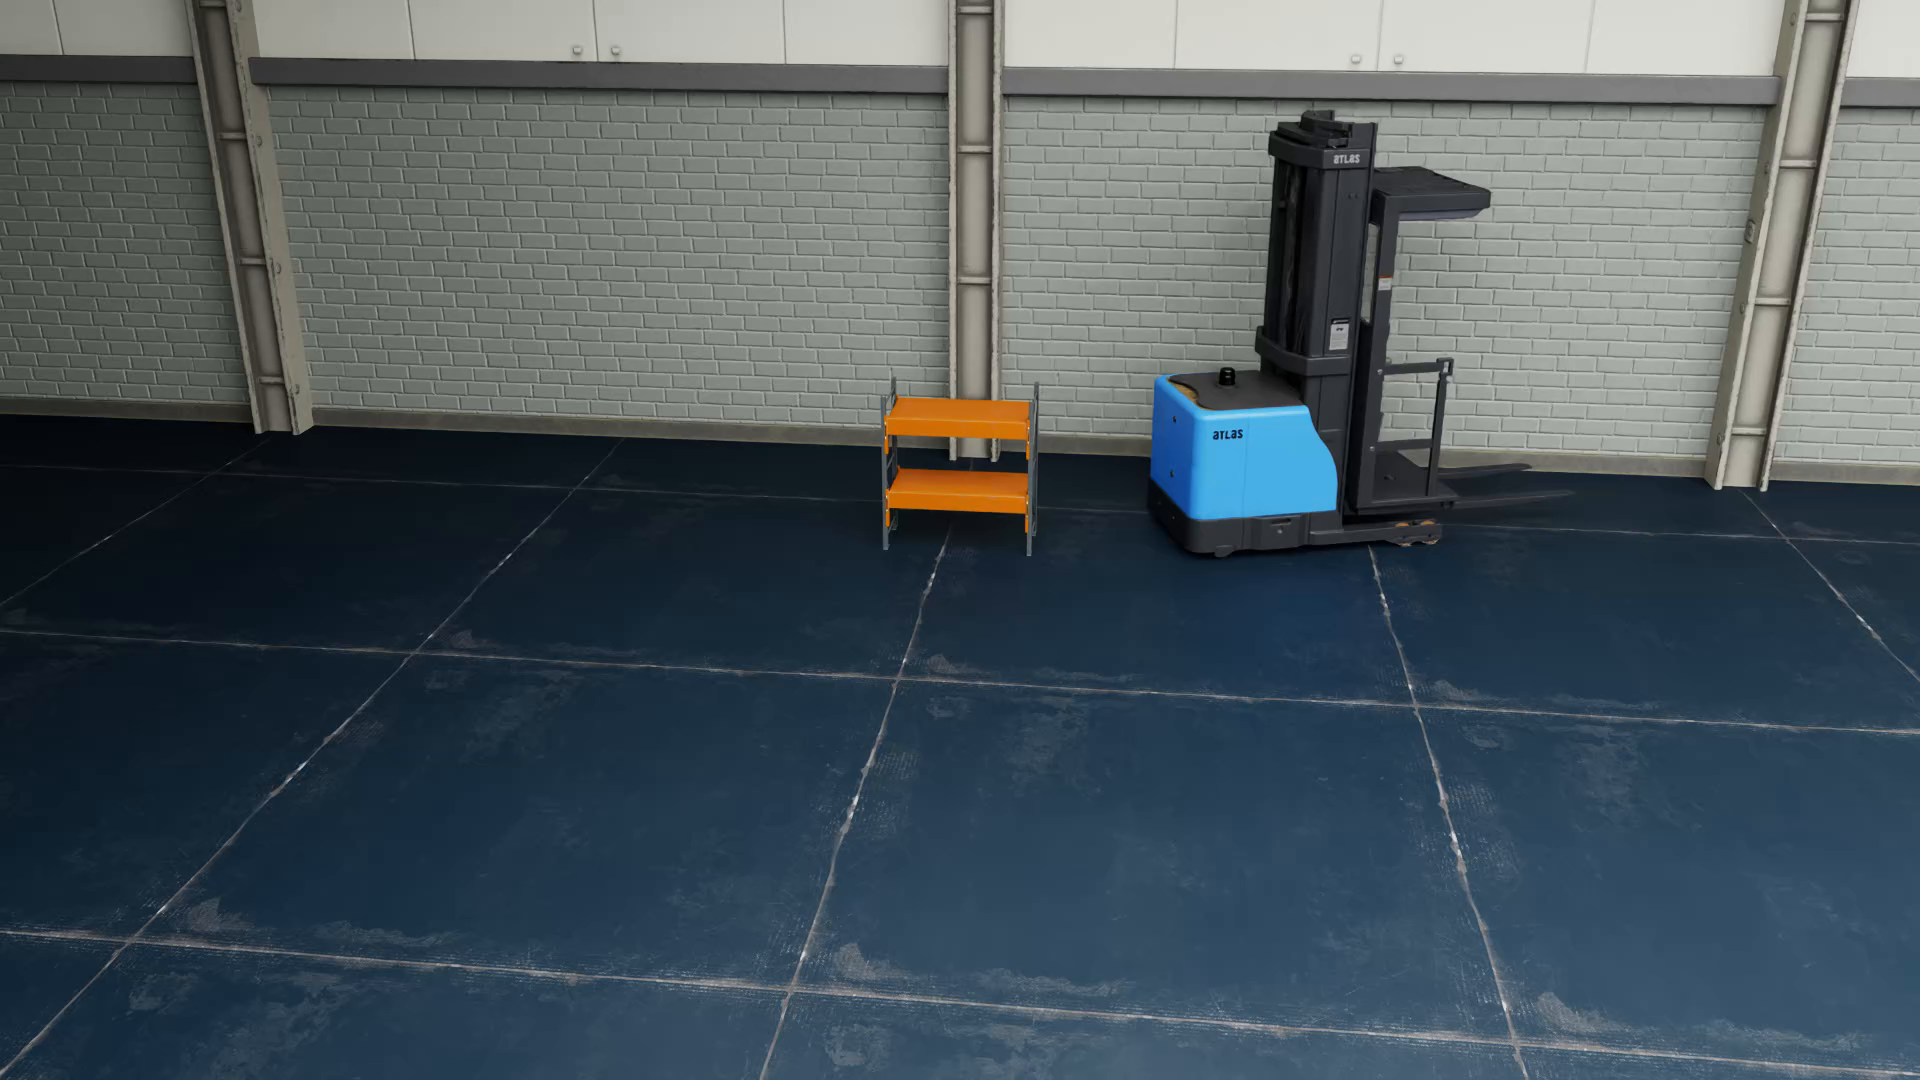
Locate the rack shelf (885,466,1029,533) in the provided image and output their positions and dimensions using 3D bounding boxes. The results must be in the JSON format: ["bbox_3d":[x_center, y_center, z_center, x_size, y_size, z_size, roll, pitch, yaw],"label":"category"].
[{"bbox_3d":[0.007,-0.295,11.822,1.000,0.278,0.538,2,22,6],"label":"rack shelf"}]

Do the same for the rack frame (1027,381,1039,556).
[{"bbox_3d":[0.512,-0.501,11.677,0.032,1.125,0.500,2,22,6],"label":"rack frame"}]

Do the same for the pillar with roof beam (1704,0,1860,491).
[{"bbox_3d":[5.577,-3.057,7.432,0.400,9.000,9.100,2,22,6],"label":"pillar with roof beam"}]

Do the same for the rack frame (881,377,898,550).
[{"bbox_3d":[-0.498,-0.545,11.788,0.032,1.125,0.500,2,22,6],"label":"rack frame"}]

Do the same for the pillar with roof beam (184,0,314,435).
[{"bbox_3d":[-6.339,-3.576,8.745,0.400,9.000,9.100,2,22,6],"label":"pillar with roof beam"}]

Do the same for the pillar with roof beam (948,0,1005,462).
[{"bbox_3d":[-0.381,-3.316,8.089,0.400,9.000,9.100,2,22,6],"label":"pillar with roof beam"}]

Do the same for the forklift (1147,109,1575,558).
[{"bbox_3d":[2.963,-1.501,11.750,3.031,2.935,1.130,-4,22,-11],"label":"forklift"}]

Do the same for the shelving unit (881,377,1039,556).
[{"bbox_3d":[0.007,-0.523,11.732,1.048,1.125,0.538,2,22,6],"label":"shelving unit"}]

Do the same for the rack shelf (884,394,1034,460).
[{"bbox_3d":[0.007,-0.795,11.625,1.000,0.278,0.538,2,22,6],"label":"rack shelf"}]
